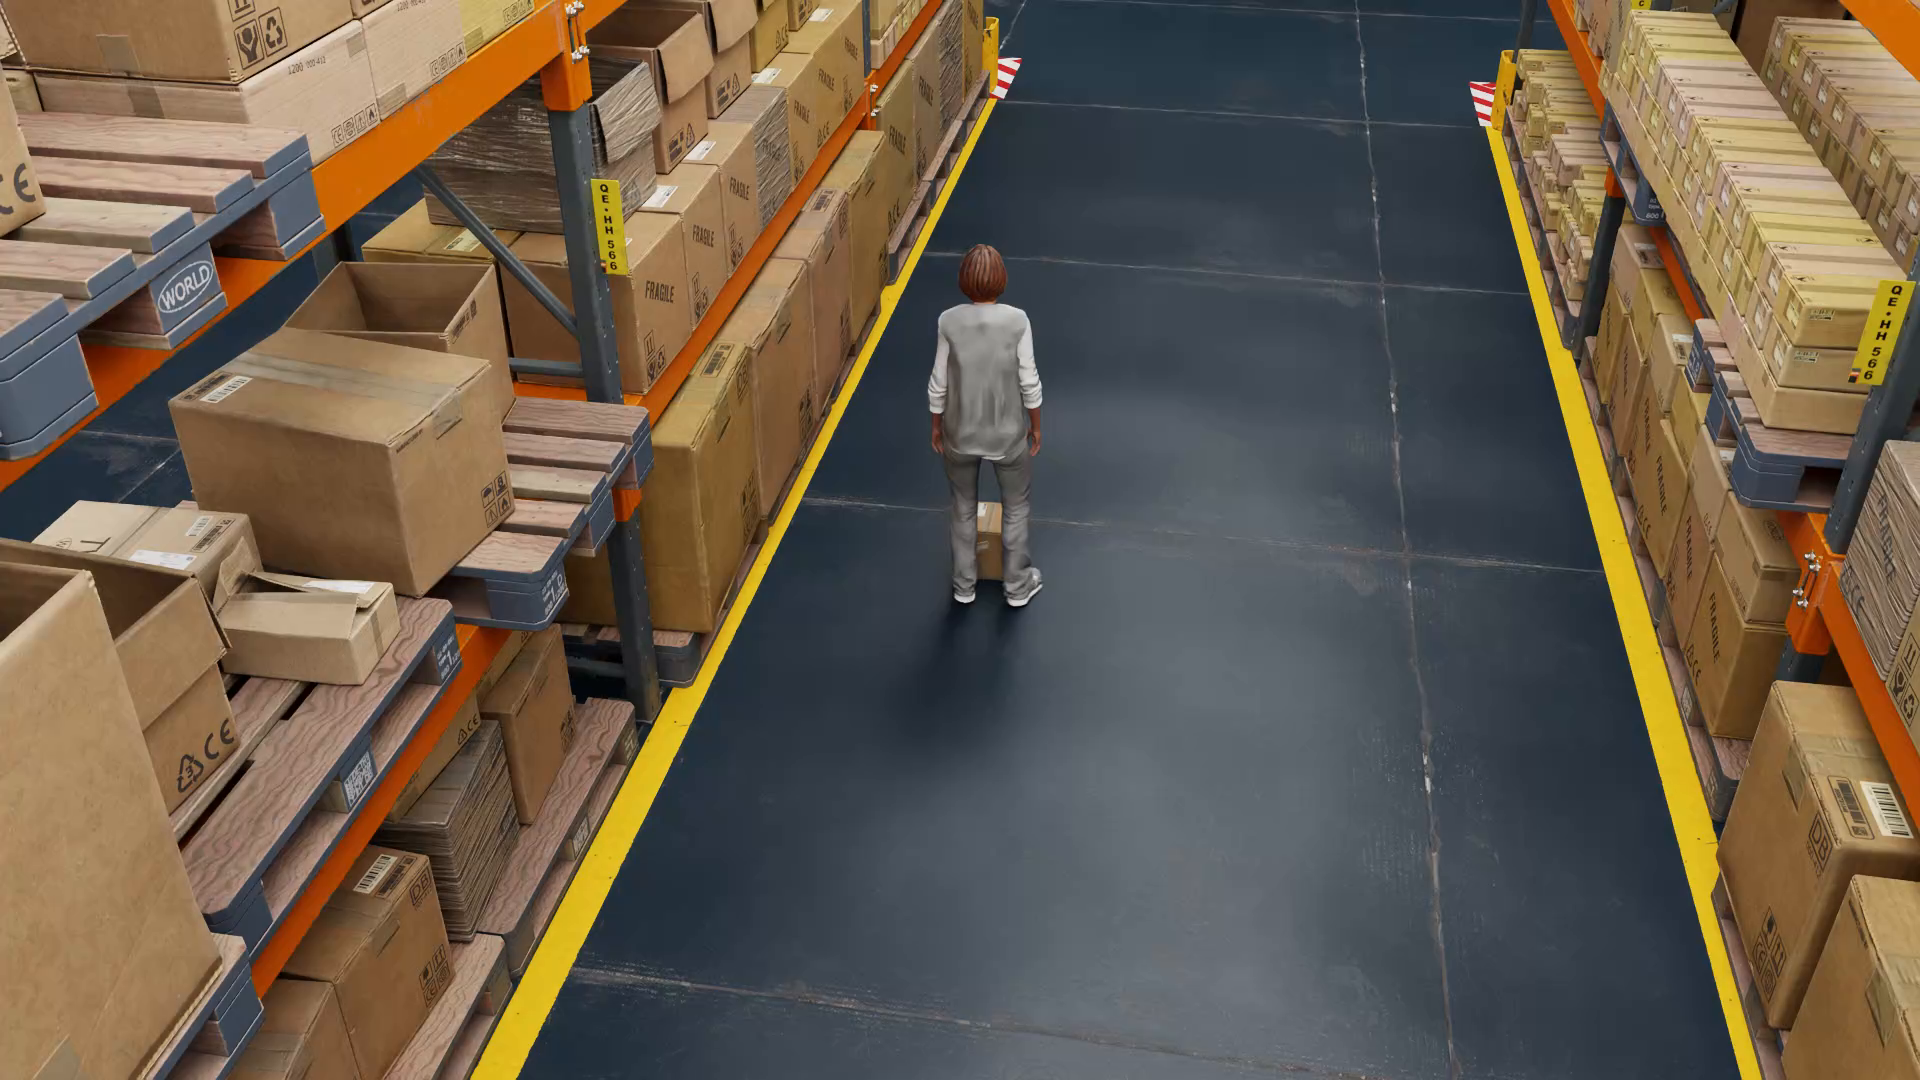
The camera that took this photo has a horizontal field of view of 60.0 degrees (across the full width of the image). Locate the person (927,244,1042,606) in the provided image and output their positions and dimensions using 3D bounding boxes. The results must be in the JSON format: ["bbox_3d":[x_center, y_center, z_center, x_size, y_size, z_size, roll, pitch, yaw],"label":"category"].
[{"bbox_3d":[0.111,-0.427,6.821,0.482,1.580,0.347,3,33,5],"label":"person"}]
